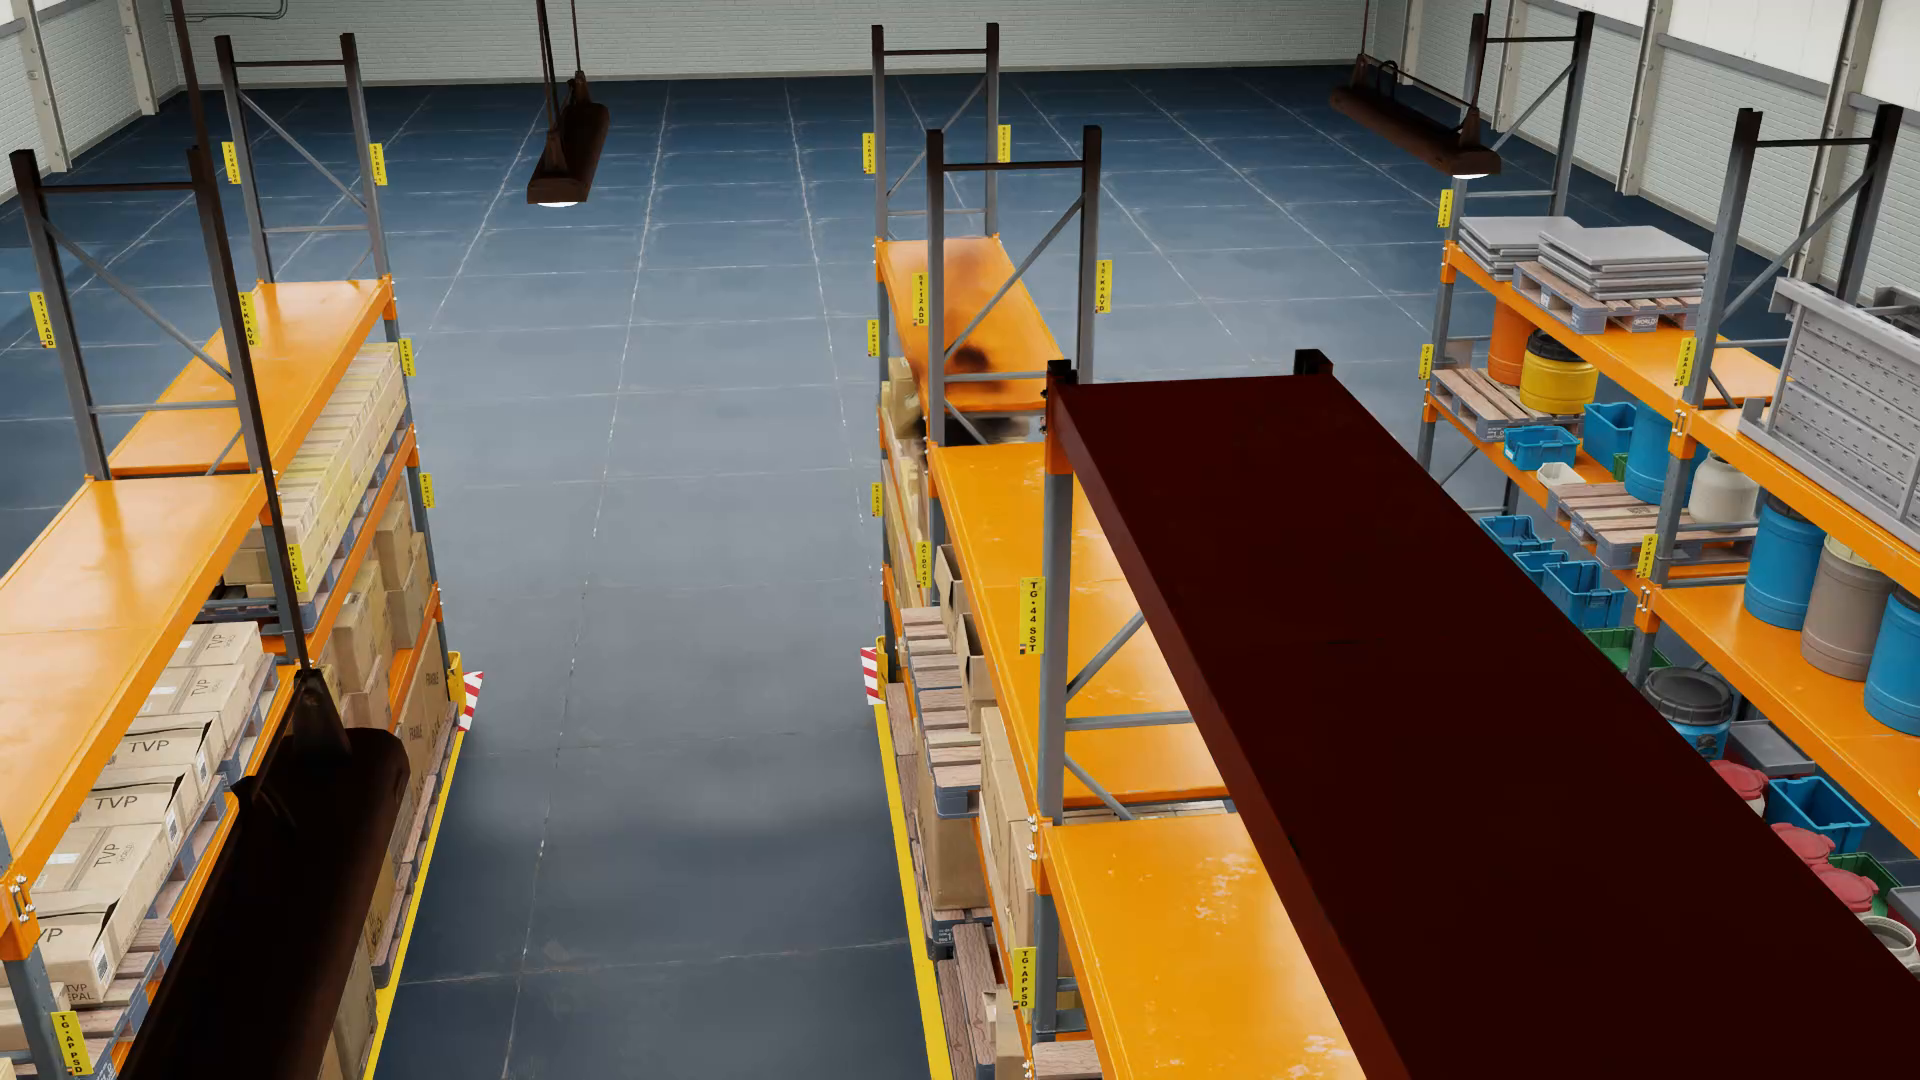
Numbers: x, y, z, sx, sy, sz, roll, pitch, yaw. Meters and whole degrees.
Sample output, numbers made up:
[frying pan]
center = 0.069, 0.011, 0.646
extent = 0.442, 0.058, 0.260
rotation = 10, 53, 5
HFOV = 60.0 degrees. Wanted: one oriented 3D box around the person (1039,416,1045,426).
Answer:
[person]
center = 1.213, -1.039, 18.630
extent = 0.717, 1.767, 0.683
rotation = 12, 28, 24
